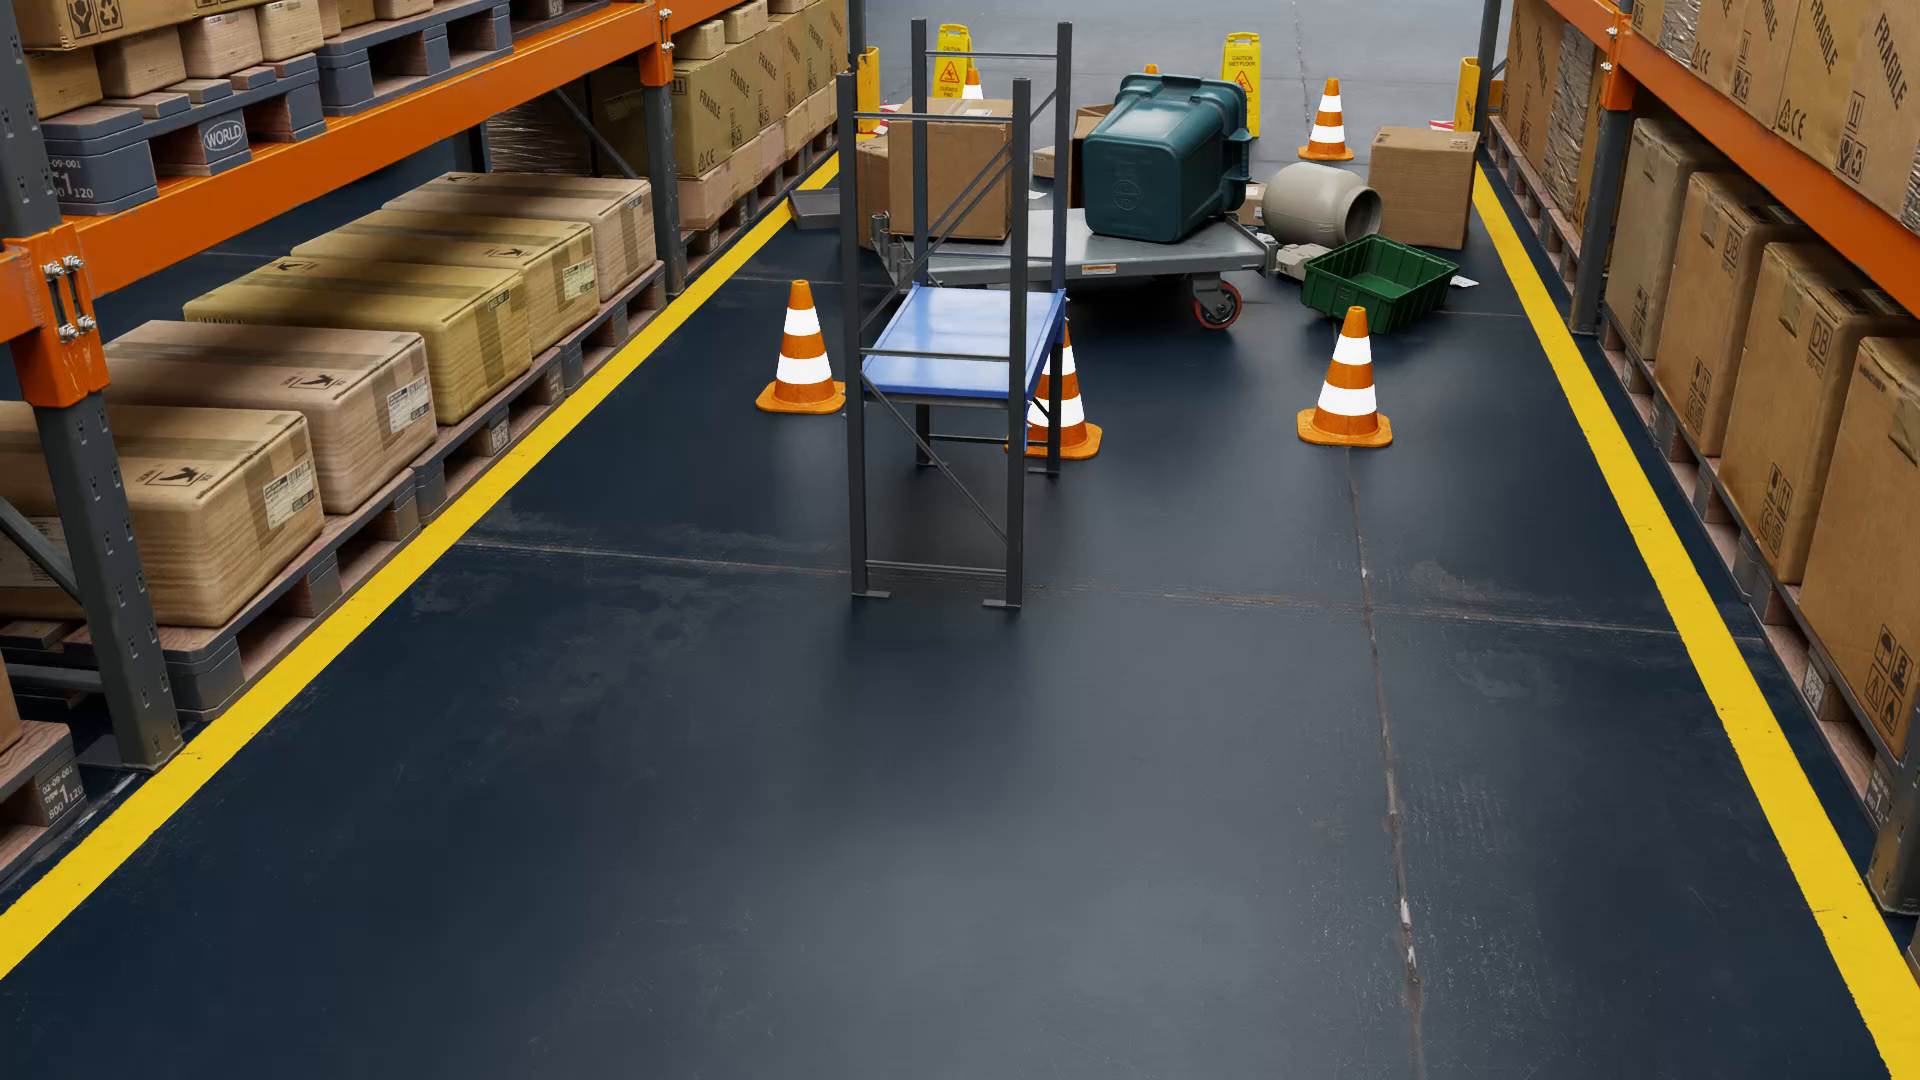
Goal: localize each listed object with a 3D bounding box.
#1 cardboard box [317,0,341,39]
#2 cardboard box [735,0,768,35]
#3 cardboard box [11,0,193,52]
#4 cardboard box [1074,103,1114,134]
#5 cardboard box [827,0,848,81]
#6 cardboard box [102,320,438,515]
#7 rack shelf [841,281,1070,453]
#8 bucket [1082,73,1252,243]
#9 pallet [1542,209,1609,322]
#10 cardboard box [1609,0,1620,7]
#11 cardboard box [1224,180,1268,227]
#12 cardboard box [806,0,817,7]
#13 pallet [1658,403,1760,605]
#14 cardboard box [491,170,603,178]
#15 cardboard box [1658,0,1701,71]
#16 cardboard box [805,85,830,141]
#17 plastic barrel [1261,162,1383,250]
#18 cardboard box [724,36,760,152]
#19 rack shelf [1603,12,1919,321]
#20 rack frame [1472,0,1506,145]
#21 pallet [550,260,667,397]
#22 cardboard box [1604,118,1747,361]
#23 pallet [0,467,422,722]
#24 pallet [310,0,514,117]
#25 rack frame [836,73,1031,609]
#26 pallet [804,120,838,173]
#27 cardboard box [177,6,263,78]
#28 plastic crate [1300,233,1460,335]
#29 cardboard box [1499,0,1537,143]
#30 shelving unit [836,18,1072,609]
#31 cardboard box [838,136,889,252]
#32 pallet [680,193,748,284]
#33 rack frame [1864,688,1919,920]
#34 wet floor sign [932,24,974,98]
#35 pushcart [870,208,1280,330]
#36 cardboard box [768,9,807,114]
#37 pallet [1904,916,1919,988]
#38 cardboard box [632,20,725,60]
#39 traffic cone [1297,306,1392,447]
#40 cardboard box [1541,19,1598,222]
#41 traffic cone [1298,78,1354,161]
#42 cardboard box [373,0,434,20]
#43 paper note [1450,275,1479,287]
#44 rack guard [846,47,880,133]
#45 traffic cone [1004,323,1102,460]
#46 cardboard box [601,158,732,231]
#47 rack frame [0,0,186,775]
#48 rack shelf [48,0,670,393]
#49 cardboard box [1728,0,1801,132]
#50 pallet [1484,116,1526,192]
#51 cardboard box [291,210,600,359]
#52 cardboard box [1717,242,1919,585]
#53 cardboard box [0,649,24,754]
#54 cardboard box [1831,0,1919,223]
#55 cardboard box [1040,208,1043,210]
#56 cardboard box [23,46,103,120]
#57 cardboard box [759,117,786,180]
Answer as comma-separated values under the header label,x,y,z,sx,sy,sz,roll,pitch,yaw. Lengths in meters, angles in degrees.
label,x,y,z,sx,sy,sz,roll,pitch,yaw
cardboard box,-1.999,-1.496,4.709,0.380,0.149,0.250,6,26,12
cardboard box,-1.213,-2.705,8.589,0.380,0.149,0.250,5,26,12
cardboard box,-2.131,-1.392,3.722,0.500,0.500,0.500,3,25,7
cardboard box,1.085,-2.155,9.260,0.797,0.503,0.637,-14,29,-27
cardboard box,-0.999,-3.127,10.256,0.500,0.500,0.500,4,25,9
cardboard box,-2.218,-0.395,5.159,0.950,0.372,0.625,4,25,8
rack shelf,0.014,-0.552,5.085,0.538,0.185,1.000,4,25,9
bucket,0.869,-1.645,7.293,0.726,0.611,0.620,13,38,26
pallet,3.323,-1.272,7.718,1.003,0.211,1.213,4,25,9
cardboard box,3.170,-2.445,6.759,0.875,0.550,0.550,4,25,9
cardboard box,1.585,-1.830,8.847,0.396,0.266,0.258,8,26,18
cardboard box,-1.037,-3.158,9.556,0.380,0.149,0.250,4,25,9
pallet,2.872,-0.119,5.256,1.003,0.211,1.213,4,25,9
cardboard box,-1.947,-1.734,8.163,0.500,0.250,0.500,5,26,11
cardboard box,2.688,-1.855,5.556,0.500,0.500,0.500,4,25,9
cardboard box,-1.084,-2.568,9.946,0.500,0.250,0.500,4,25,9
plastic barrel,1.793,-1.636,8.246,0.421,0.421,0.512,-20,32,-36
cardboard box,-1.340,-2.260,8.404,0.500,0.500,0.500,5,26,11
rack shelf,2.794,-1.060,4.824,1.077,0.370,4.000,4,25,9
rack frame,3.775,-3.895,10.033,1.000,3.000,0.127,4,25,9
pallet,-1.905,-0.934,6.997,1.003,0.211,1.213,4,25,9
cardboard box,3.108,-1.128,6.279,1.050,0.750,0.750,4,25,8
pallet,-2.303,0.086,4.816,1.003,0.211,1.213,4,25,9
pallet,-2.149,-1.594,5.343,1.003,0.211,1.213,4,25,9
rack frame,-0.069,-0.502,4.554,0.500,1.500,0.032,4,25,9
pallet,-1.305,-2.564,10.478,1.003,0.211,1.213,4,25,9
cardboard box,-2.026,-1.276,4.240,0.380,0.149,0.250,2,25,5
plastic crate,1.857,-1.138,7.392,0.450,0.188,0.662,29,36,30
cardboard box,3.729,-2.835,9.779,0.875,0.875,0.875,4,25,9
shelving unit,0.014,-0.715,5.008,0.538,1.500,1.048,4,25,9
cardboard box,-0.261,-1.746,8.387,0.500,0.500,0.500,-20,32,-36
pallet,-1.704,-1.543,8.298,1.003,0.211,1.213,4,25,9
rack frame,2.467,-0.549,2.885,1.000,3.000,0.127,4,25,9
wet floor sign,-0.038,-3.135,11.186,0.267,0.644,0.232,13,28,26
pushcart,0.479,-1.198,7.364,1.648,0.377,0.936,-5,25,-10
cardboard box,-1.170,-2.698,9.339,0.500,0.500,0.500,3,25,7
pallet,2.338,1.041,2.778,1.003,0.211,1.213,4,25,9
cardboard box,-1.336,-2.377,7.889,0.380,0.149,0.250,4,25,9
traffic cone,1.412,-0.617,6.022,0.336,0.463,0.334,4,25,9
cardboard box,3.437,-2.085,8.178,0.875,0.875,0.875,4,25,9
traffic cone,2.287,-2.622,10.306,0.336,0.463,0.334,4,25,9
cardboard box,-1.884,-1.722,5.191,0.380,0.149,0.250,5,26,10
paper note,2.338,-1.222,7.823,0.147,0.020,0.142,-14,29,-27
rack guard,-1.138,-3.032,11.137,1.175,0.500,0.348,4,25,9
traffic cone,0.339,-0.568,5.917,0.336,0.463,0.334,4,25,9
cardboard box,-1.416,-1.696,8.082,0.500,0.250,0.500,3,25,6
rack frame,-2.433,-0.850,3.527,1.000,3.000,0.127,4,25,9
rack shelf,-2.106,-1.360,5.467,1.077,0.370,4.000,4,25,9
cardboard box,2.520,-1.434,4.657,0.500,0.500,0.500,4,25,9
pallet,3.721,-2.292,9.898,1.003,0.211,1.213,4,25,9
cardboard box,-1.976,-1.002,6.458,0.950,0.372,0.625,6,26,12
cardboard box,2.795,-0.335,4.585,1.050,0.750,0.750,4,25,9
cardboard box,-2.627,0.205,3.284,0.875,0.875,0.875,4,25,8
cardboard box,2.359,-1.010,3.751,0.500,0.500,0.500,4,25,9
cardboard box,0.472,-1.477,8.091,0.258,0.266,0.396,-14,29,-27
cardboard box,-2.196,-1.049,3.754,0.380,0.149,0.250,3,25,5
cardboard box,-1.256,-2.142,9.036,0.500,0.250,0.500,4,25,8
